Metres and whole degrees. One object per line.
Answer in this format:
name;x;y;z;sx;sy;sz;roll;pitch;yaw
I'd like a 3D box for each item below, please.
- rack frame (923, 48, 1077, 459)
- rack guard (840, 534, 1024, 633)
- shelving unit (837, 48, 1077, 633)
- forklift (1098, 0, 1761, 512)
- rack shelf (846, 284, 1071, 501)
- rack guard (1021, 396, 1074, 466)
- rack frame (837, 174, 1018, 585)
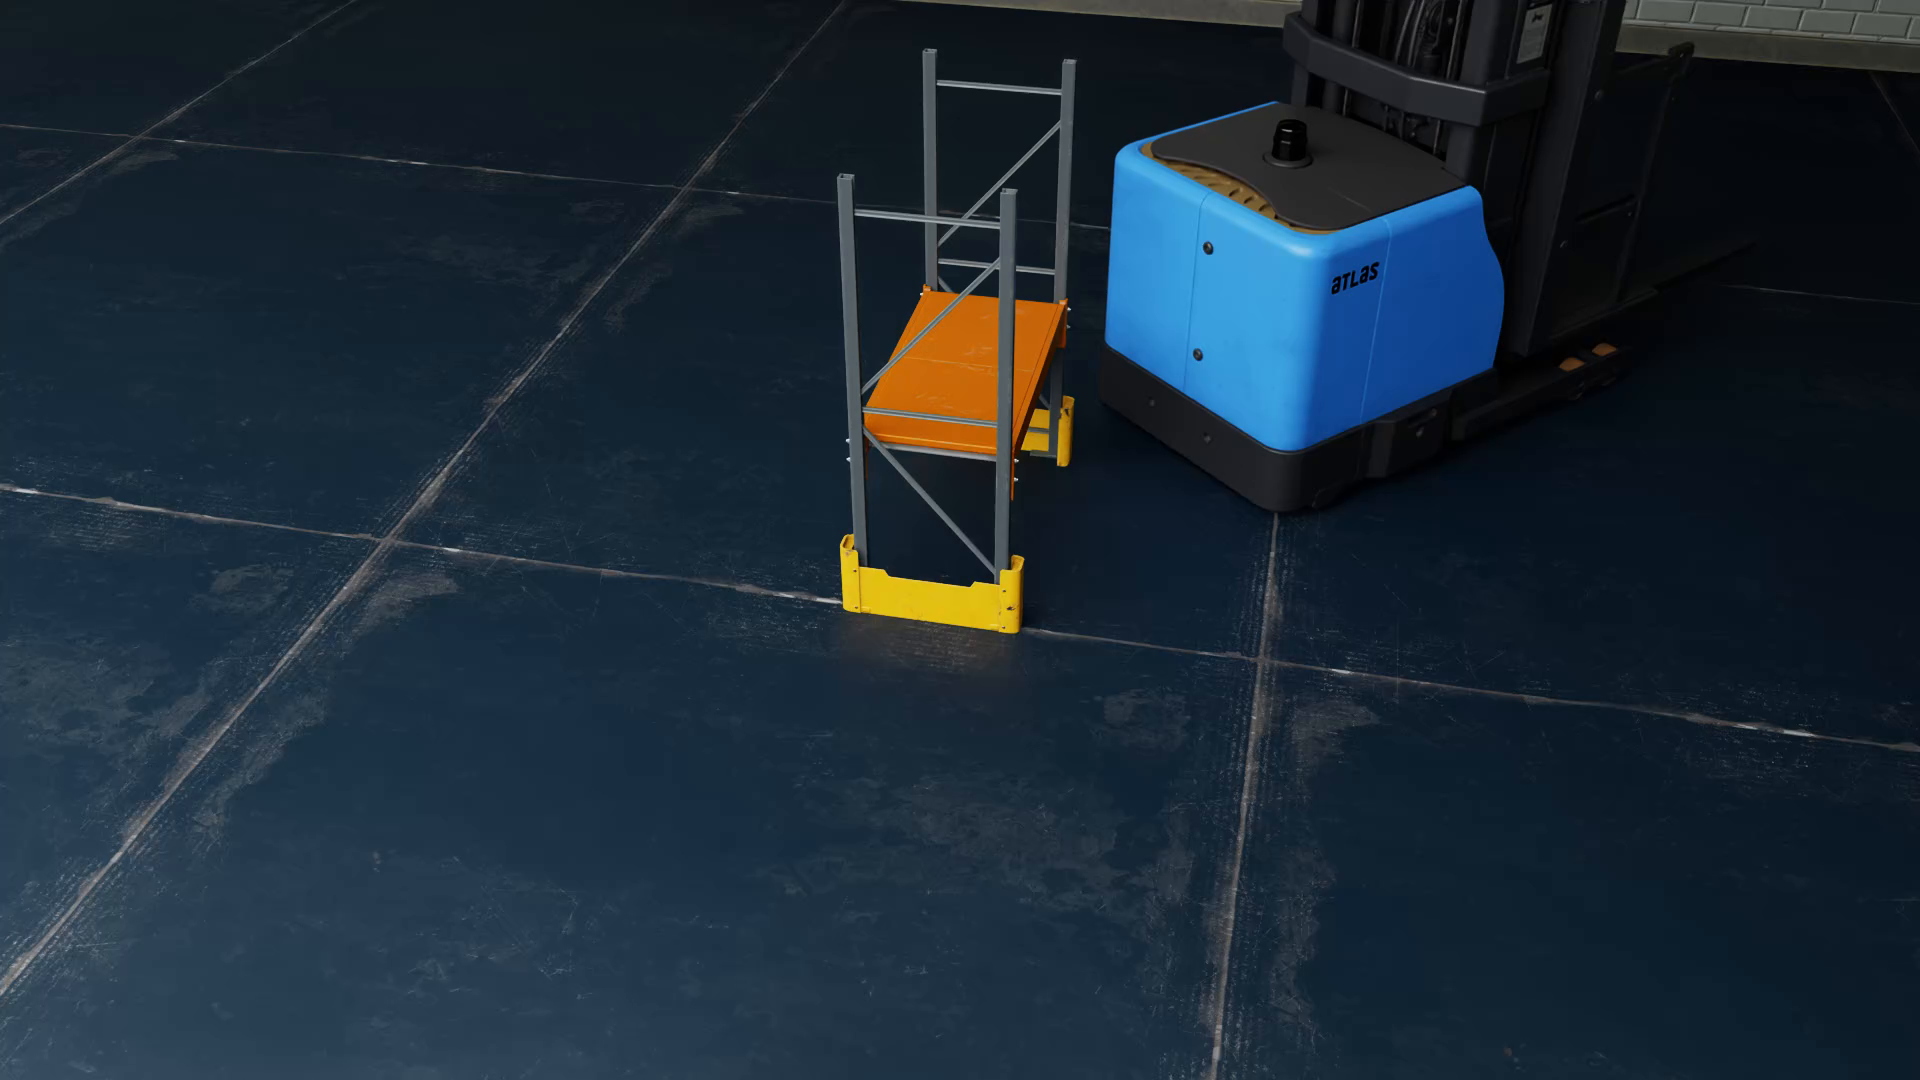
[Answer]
rack frame;0.127;-0.948;5.779;0.500;1.500;0.032;7;37;10
rack guard;-0.090;0.141;5.343;0.587;0.250;0.087;7;37;10
shelving unit;0.016;-0.651;5.370;0.587;1.500;1.083;7;37;10
forklift;2.028;-1.964;5.962;3.031;2.935;1.130;-22;42;-28
rack shelf;0.018;-0.511;5.483;0.538;0.185;1.000;7;37;10
rack guard;0.123;-0.430;6.131;0.587;0.250;0.087;7;37;10
rack frame;-0.090;-0.365;4.975;0.500;1.500;0.032;7;37;10
